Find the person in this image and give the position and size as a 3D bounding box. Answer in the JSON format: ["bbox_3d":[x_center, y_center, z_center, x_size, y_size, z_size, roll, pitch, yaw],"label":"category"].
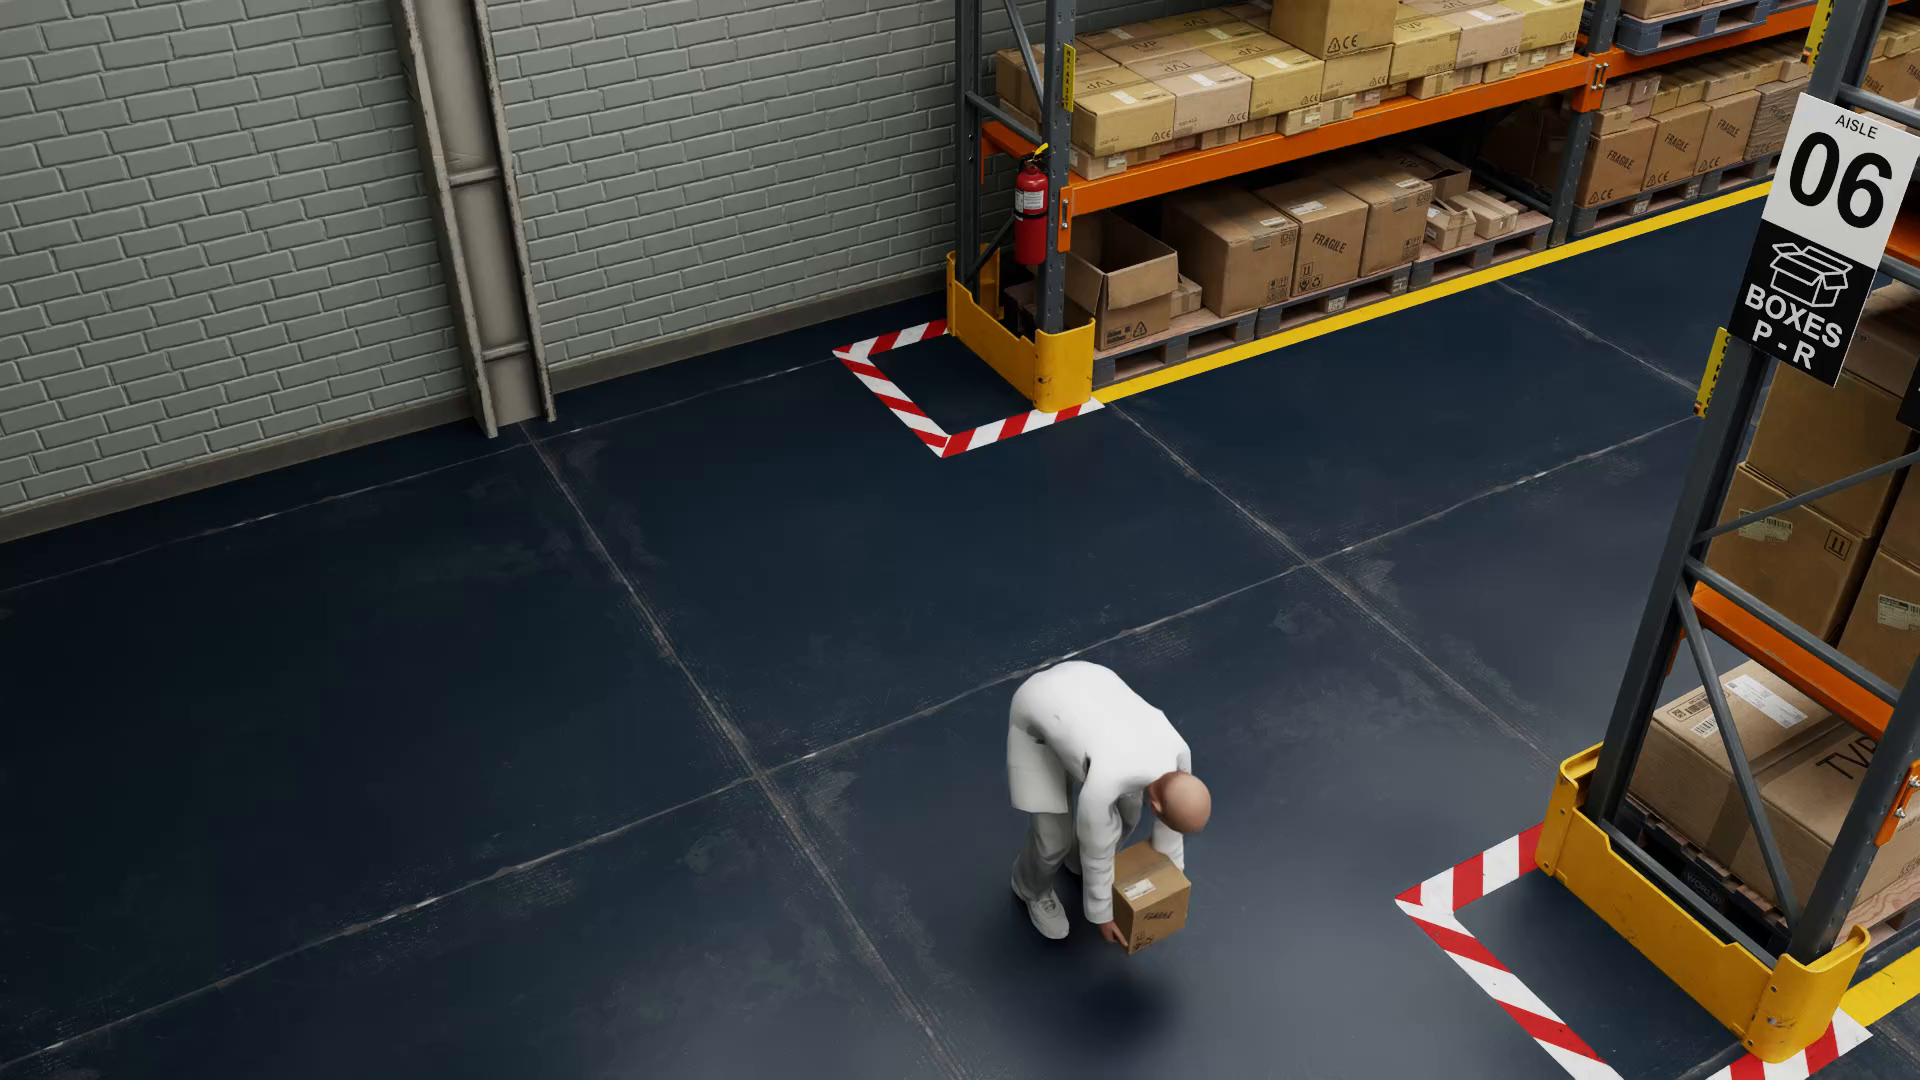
[{"bbox_3d":[0.537,1.050,6.053,0.568,1.140,0.948,-20,41,-25],"label":"person"}]
